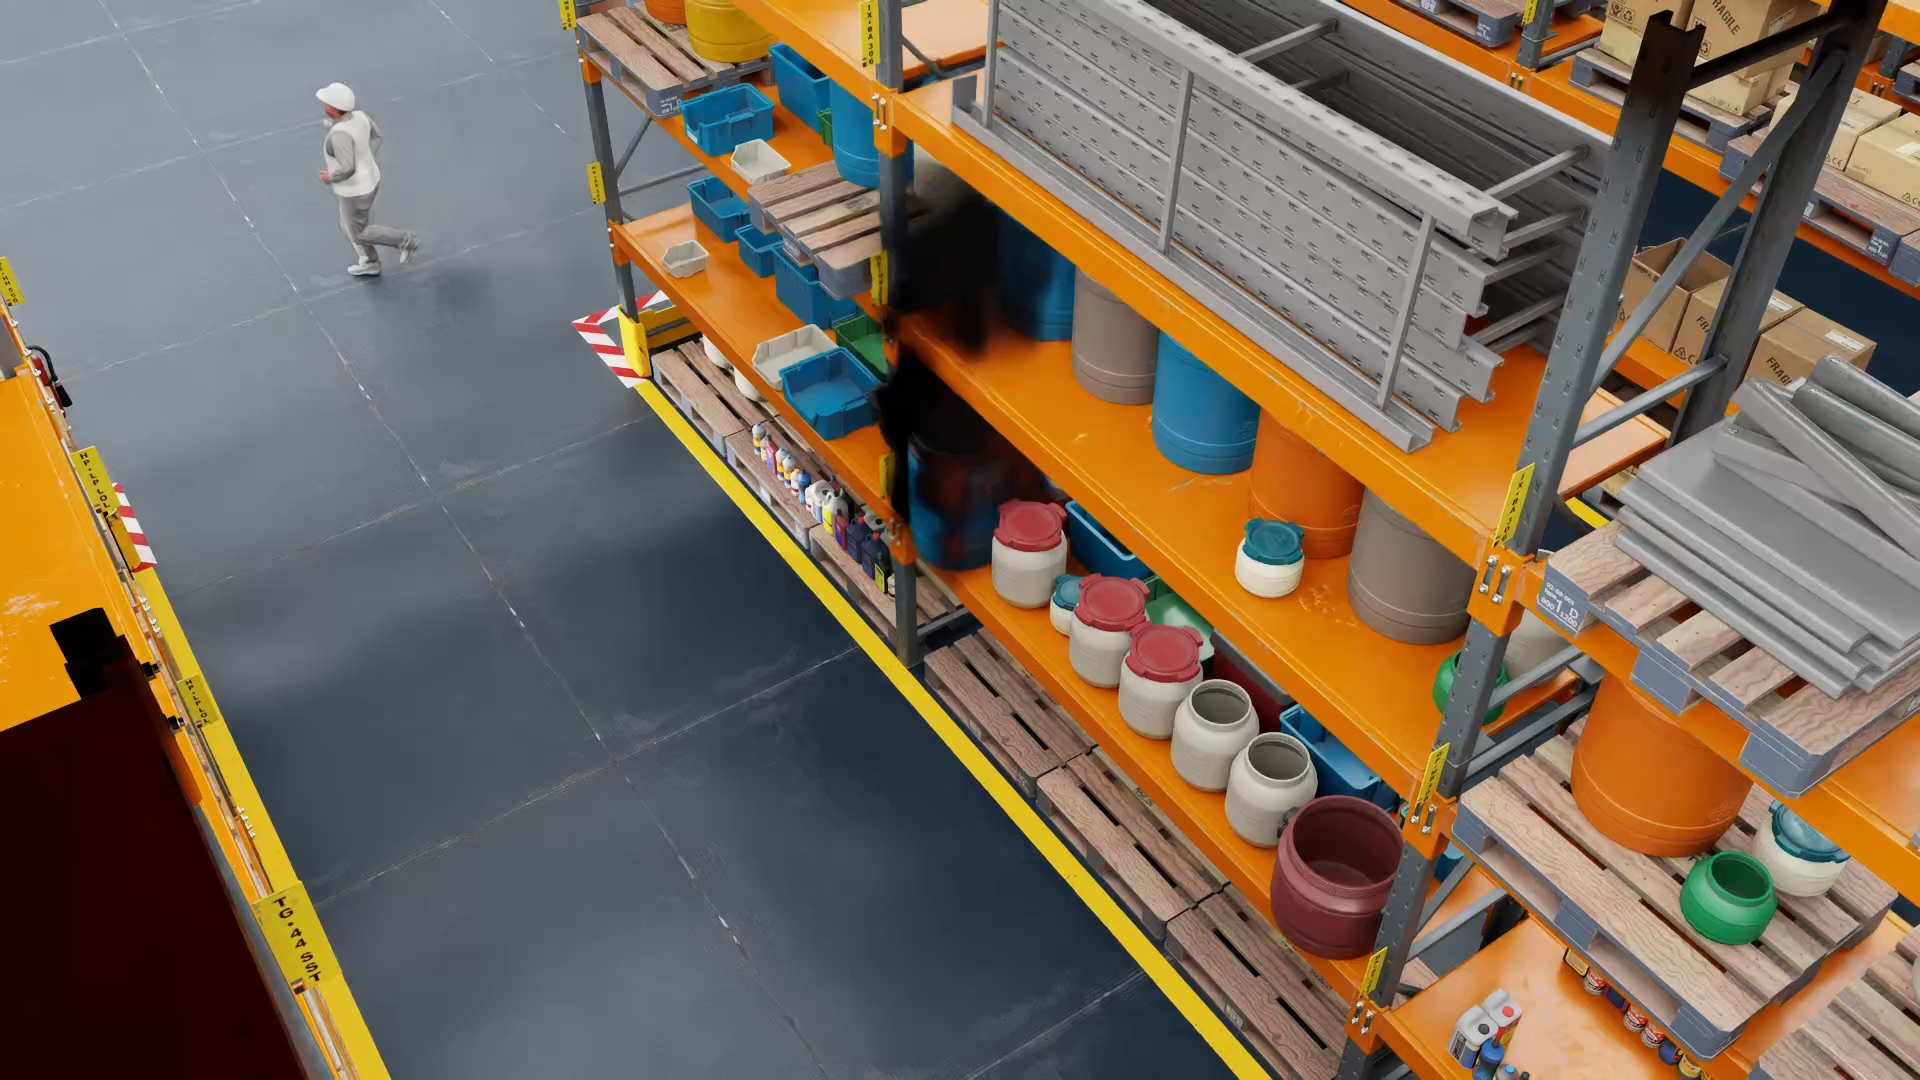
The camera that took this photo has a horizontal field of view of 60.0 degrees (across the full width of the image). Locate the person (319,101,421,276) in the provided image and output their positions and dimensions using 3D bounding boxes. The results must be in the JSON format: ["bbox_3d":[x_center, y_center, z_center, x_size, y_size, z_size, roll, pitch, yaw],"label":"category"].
[{"bbox_3d":[-4.902,-2.903,13.680,0.708,1.710,0.658,1,43,1],"label":"person"}]
